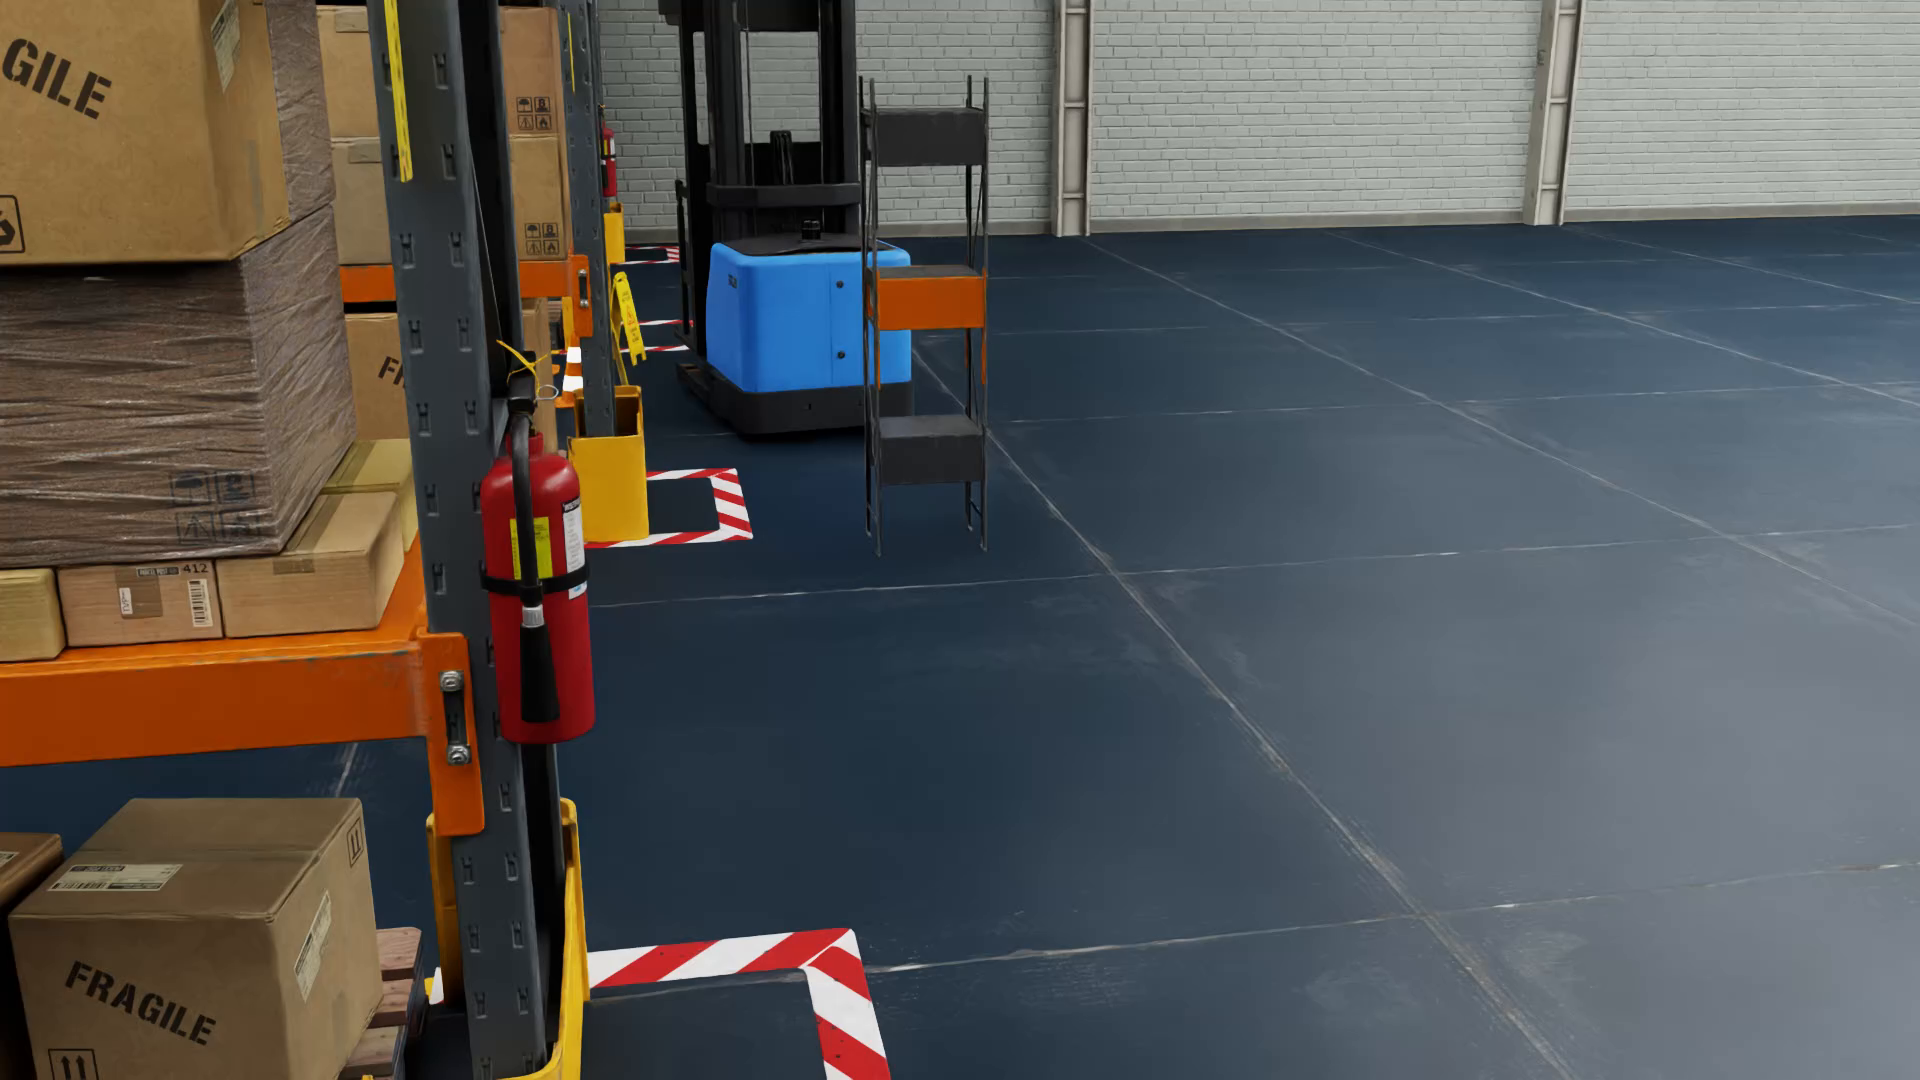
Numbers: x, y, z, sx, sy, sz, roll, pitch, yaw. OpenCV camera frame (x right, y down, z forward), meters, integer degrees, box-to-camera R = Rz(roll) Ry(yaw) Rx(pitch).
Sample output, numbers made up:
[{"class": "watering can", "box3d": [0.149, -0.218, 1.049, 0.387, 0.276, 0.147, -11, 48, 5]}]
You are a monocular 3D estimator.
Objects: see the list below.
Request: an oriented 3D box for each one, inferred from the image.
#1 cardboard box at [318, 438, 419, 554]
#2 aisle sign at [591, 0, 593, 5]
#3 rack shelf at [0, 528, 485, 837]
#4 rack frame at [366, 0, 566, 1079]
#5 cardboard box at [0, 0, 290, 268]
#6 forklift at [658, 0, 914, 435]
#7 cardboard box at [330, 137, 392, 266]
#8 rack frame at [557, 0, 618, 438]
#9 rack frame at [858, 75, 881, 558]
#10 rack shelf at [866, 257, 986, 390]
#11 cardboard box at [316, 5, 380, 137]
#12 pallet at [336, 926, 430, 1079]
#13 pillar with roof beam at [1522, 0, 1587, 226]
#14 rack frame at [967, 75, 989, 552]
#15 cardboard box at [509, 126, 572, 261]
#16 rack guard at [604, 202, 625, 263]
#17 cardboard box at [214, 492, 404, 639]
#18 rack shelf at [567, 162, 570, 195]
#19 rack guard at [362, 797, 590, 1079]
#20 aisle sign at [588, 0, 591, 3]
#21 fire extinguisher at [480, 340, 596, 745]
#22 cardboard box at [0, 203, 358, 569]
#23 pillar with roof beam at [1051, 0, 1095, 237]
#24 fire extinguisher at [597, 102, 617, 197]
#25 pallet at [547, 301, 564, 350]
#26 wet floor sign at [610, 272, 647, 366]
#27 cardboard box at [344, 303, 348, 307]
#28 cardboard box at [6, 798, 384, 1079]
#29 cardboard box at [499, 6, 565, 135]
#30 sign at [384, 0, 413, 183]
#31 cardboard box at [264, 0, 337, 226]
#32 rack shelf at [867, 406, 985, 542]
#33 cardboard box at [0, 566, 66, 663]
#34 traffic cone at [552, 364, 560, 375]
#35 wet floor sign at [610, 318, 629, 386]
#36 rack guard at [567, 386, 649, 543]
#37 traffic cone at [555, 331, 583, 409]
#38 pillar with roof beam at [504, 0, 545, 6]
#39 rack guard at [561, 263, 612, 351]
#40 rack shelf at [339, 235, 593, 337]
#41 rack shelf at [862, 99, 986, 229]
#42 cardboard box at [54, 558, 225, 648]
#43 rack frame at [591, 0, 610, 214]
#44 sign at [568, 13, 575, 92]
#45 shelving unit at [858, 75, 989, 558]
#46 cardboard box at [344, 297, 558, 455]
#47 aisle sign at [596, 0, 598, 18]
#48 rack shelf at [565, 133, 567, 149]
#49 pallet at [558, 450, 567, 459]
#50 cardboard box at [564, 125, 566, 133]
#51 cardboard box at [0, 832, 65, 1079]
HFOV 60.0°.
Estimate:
[{"class": "cardboard box", "box3d": [-1.249, -0.090, 3.425, 0.250, 0.149, 0.380, -3, 17, -10]}, {"class": "aisle sign", "box3d": [-1.753, -2.926, 7.802, 0.004, 0.787, 0.394, -3, 17, -10]}, {"class": "rack shelf", "box3d": [-2.888, 0.298, 2.959, 4.000, 0.370, 1.077, -3, 17, -10]}, {"class": "rack frame", "box3d": [-0.924, -0.158, 3.216, 0.127, 3.000, 1.000, -3, 17, -10]}, {"class": "cardboard box", "box3d": [-1.417, -0.724, 2.679, 0.500, 0.500, 0.500, -3, 17, -10]}, {"class": "forklift", "box3d": [-1.259, -2.401, 10.636, 1.130, 2.935, 3.031, -6, 18, -19]}, {"class": "cardboard box", "box3d": [-2.657, -1.594, 7.638, 0.550, 0.550, 0.875, -3, 17, -10]}, {"class": "rack frame", "box3d": [-1.766, -1.593, 7.890, 0.127, 3.000, 1.000, -3, 17, -10]}, {"class": "rack frame", "box3d": [-0.402, -0.981, 7.429, 0.015, 2.100, 0.400, -3, 17, -10]}, {"class": "rack shelf", "box3d": [-0.163, -0.981, 7.478, 0.480, 0.518, 0.431, -3, 17, -10]}, {"class": "cardboard box", "box3d": [-2.660, -2.114, 7.492, 0.550, 0.550, 0.875, -3, 17, -10]}, {"class": "pallet", "box3d": [-1.803, 1.215, 3.497, 1.213, 0.211, 1.003, -3, 17, -10]}, {"class": "pillar with roof beam", "box3d": [7.995, -6.961, 15.150, 0.400, 9.000, 9.100, -3, 17, -10]}, {"class": "rack frame", "box3d": [0.077, -1.008, 7.518, 0.015, 2.100, 0.400, -3, 17, -10]}, {"class": "cardboard box", "box3d": [-2.121, -1.631, 7.758, 0.550, 0.550, 0.875, -3, 17, -10]}, {"class": "rack guard", "box3d": [-3.726, -3.252, 17.547, 0.348, 0.500, 1.175, -3, 17, -10]}, {"class": "cardboard box", "box3d": [-1.165, 0.038, 3.007, 0.250, 0.149, 0.380, -3, 17, -10]}, {"class": "rack shelf", "box3d": [-4.768, -2.559, 12.260, 4.000, 0.370, 1.077, -3, 17, -10]}, {"class": "rack guard", "box3d": [-0.998, 1.042, 3.569, 0.348, 0.500, 1.175, -3, 17, -10]}, {"class": "aisle sign", "box3d": [-1.639, -2.753, 7.239, 0.004, 0.787, 0.394, -3, 17, -10]}, {"class": "fire extinguisher", "box3d": [-0.724, 0.006, 2.816, 0.183, 0.674, 0.296, -3, 17, -10]}, {"class": "cardboard box", "box3d": [-1.469, -0.325, 3.084, 0.500, 0.500, 0.875, -3, 17, -10]}, {"class": "pillar with roof beam", "box3d": [2.104, -6.627, 14.062, 0.400, 9.000, 9.100, -3, 17, -10]}, {"class": "fire extinguisher", "box3d": [-2.604, -2.851, 12.117, 0.183, 0.674, 0.296, -3, 17, -10]}, {"class": "pallet", "box3d": [-3.683, -1.642, 12.799, 1.213, 0.211, 1.003, -3, 17, -10]}, {"class": "wet floor sign", "box3d": [-2.414, -1.591, 11.893, 0.232, 0.644, 0.267, 3, 17, 9]}, {"class": "cardboard box", "box3d": [-3.282, -0.672, 7.793, 0.875, 0.875, 0.875, -4, 17, -11]}, {"class": "cardboard box", "box3d": [-1.540, 0.867, 3.424, 0.500, 0.500, 0.500, 0, 17, 0]}, {"class": "cardboard box", "box3d": [-2.137, -2.171, 7.678, 0.550, 0.550, 0.875, -3, 17, -10]}, {"class": "sign", "box3d": [-0.838, -0.701, 2.475, 0.005, 0.325, 0.100, -3, 17, -10]}, {"class": "cardboard box", "box3d": [-1.516, -0.873, 3.167, 0.500, 0.500, 0.500, -3, 17, -10]}, {"class": "rack shelf", "box3d": [-0.163, -0.312, 7.683, 0.480, 0.518, 0.431, -3, 17, -10]}, {"class": "cardboard box", "box3d": [-1.646, 0.080, 2.869, 0.250, 0.149, 0.380, -3, 17, -10]}, {"class": "traffic cone", "box3d": [-2.981, -1.406, 11.601, 0.334, 0.463, 0.336, -3, 17, -10]}, {"class": "wet floor sign", "box3d": [-2.113, -1.040, 10.099, 0.232, 0.644, 0.267, -6, 18, -20]}, {"class": "rack guard", "box3d": [-1.742, -0.399, 8.261, 0.348, 0.500, 1.175, -3, 17, -10]}, {"class": "traffic cone", "box3d": [-2.437, -1.105, 10.621, 0.334, 0.463, 0.336, -3, 17, -10]}, {"class": "pillar with roof beam", "box3d": [-3.787, -6.293, 12.974, 0.400, 9.000, 9.100, -3, 17, -10]}, {"class": "rack guard", "box3d": [-2.878, -1.815, 12.870, 0.348, 0.500, 1.175, -3, 17, -10]}, {"class": "rack shelf", "box3d": [-3.729, -1.138, 7.633, 4.000, 0.370, 1.077, -3, 17, -10]}, {"class": "rack shelf", "box3d": [-0.163, -1.651, 7.272, 0.480, 0.518, 0.431, -3, 17, -10]}, {"class": "cardboard box", "box3d": [-1.410, 0.052, 2.963, 0.250, 0.149, 0.380, -3, 17, -10]}, {"class": "rack frame", "box3d": [-3.749, -4.445, 17.175, 0.127, 3.000, 1.000, -3, 17, -10]}, {"class": "sign", "box3d": [-1.676, -2.103, 7.173, 0.005, 0.325, 0.100, -3, 17, -10]}, {"class": "shelving unit", "box3d": [-0.163, -0.995, 7.473, 0.503, 2.100, 0.431, -3, 17, -10]}, {"class": "cardboard box", "box3d": [-2.419, -0.721, 7.955, 0.875, 0.875, 0.875, -3, 17, -10]}, {"class": "aisle sign", "box3d": [-3.629, -5.607, 16.530, 0.004, 0.787, 0.394, -3, 17, -10]}, {"class": "rack shelf", "box3d": [-5.713, -3.990, 16.918, 4.000, 0.370, 1.077, -3, 17, -10]}, {"class": "pallet", "box3d": [-2.536, -0.193, 8.081, 1.213, 0.211, 1.003, -3, 17, -10]}, {"class": "cardboard box", "box3d": [-4.182, -4.390, 16.825, 0.500, 0.500, 0.500, -4, 17, -12]}, {"class": "cardboard box", "box3d": [-2.121, 0.910, 3.283, 0.500, 0.500, 0.500, 1, 17, 4]}]
